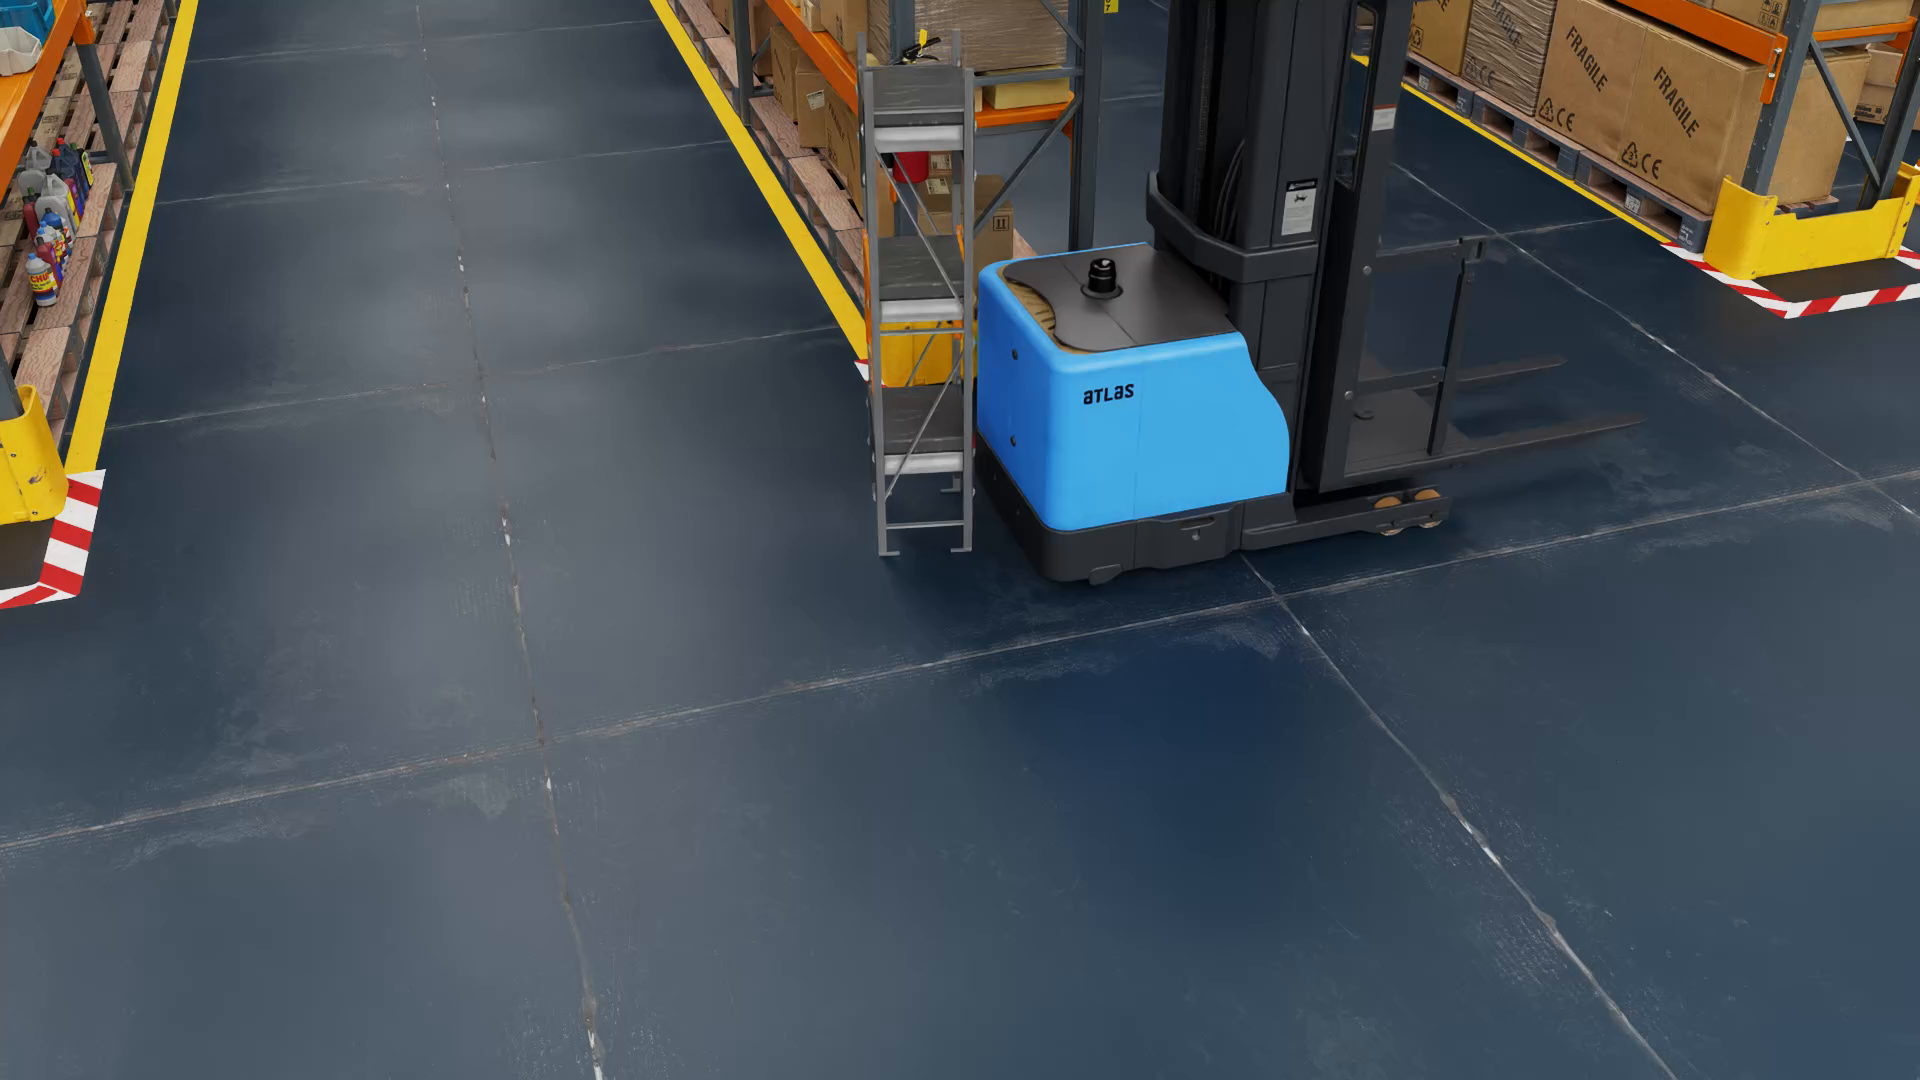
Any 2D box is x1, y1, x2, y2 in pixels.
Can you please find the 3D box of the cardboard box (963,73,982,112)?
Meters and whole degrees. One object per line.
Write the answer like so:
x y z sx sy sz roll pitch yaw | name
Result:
-0.110 -2.157 8.021 0.380 0.149 0.250 -10 35 -15 | cardboard box

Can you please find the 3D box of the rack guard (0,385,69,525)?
-4.611 -0.303 7.255 1.175 0.500 0.348 -10 35 -15 | rack guard

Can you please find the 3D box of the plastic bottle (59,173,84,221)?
-5.144 -1.995 9.614 0.061 0.283 0.133 -8 34 -12 | plastic bottle

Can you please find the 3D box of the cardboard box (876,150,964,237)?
-0.216 -1.918 9.318 0.500 0.500 0.500 -1 33 -2 | cardboard box

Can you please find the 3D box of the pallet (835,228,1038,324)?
-0.064 -1.456 9.262 1.003 0.211 1.213 -10 35 -15 | pallet

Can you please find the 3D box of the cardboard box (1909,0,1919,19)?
7.422 -4.080 12.969 0.500 0.500 0.500 13 36 18 | cardboard box

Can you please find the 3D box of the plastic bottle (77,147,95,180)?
-5.356 -2.292 10.137 0.097 0.201 0.097 0 33 0 | plastic bottle

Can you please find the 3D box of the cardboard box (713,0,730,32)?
-1.512 -4.261 12.845 0.700 0.500 0.500 -13 36 -19 | cardboard box

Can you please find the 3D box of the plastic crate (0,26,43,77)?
-5.027 -2.494 8.543 0.530 0.136 0.437 -10 35 -15 | plastic crate

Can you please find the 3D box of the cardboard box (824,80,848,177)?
-0.516 -2.550 10.275 0.500 0.500 0.500 -13 36 -19 | cardboard box

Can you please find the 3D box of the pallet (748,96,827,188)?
-0.808 -2.737 11.200 1.003 0.211 1.213 -10 35 -15 | pallet

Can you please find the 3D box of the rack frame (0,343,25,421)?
-4.543 -1.314 6.517 1.000 3.000 0.127 -10 35 -15 | rack frame

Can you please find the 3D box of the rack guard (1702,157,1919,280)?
4.936 -1.872 9.630 1.175 0.500 0.348 -10 35 -15 | rack guard

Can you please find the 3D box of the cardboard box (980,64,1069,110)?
0.314 -2.232 8.134 0.380 0.149 0.250 -10 35 -15 | cardboard box

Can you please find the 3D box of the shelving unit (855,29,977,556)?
-0.174 -0.955 6.790 0.431 2.100 0.503 -3 34 -5 | shelving unit

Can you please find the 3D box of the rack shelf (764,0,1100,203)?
-0.436 -2.897 9.565 1.077 0.370 4.000 -10 35 -15 | rack shelf

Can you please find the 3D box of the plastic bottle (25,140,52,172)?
-5.430 -2.178 9.830 0.144 0.351 0.185 -10 35 -15 | plastic bottle

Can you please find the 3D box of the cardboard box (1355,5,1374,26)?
3.433 -4.575 13.113 1.050 0.750 0.750 -10 35 -15 | cardboard box

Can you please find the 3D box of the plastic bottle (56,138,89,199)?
-5.292 -2.203 9.866 0.144 0.351 0.185 -11 35 -16 | plastic bottle

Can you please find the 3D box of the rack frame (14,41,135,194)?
-5.763 -3.414 9.696 1.000 3.000 0.127 -10 35 -15 | rack frame

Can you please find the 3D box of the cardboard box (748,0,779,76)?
-1.213 -3.714 12.017 0.700 0.500 0.500 -13 36 -18 | cardboard box

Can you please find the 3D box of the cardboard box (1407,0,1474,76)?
3.833 -3.975 12.091 0.875 0.875 0.875 -9 35 -14 | cardboard box

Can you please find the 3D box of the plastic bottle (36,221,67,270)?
-4.935 -1.596 9.020 0.097 0.271 0.097 0 33 0 | plastic bottle

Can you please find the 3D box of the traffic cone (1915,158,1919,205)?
6.119 -2.387 10.443 0.336 0.463 0.334 -10 35 -15 | traffic cone

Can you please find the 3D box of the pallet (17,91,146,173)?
-6.040 -2.656 11.078 1.003 0.211 1.213 -10 35 -15 | pallet

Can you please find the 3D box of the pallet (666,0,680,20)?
-2.030 -4.773 14.282 1.003 0.211 1.213 -10 35 -15 | pallet

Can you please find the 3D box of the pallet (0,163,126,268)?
-5.598 -1.891 9.920 1.003 0.211 1.213 -10 35 -15 | pallet

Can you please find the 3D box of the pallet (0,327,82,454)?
-4.854 -0.610 7.981 1.003 0.211 1.213 -10 35 -15 | pallet

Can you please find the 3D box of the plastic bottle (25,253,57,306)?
-4.799 -1.363 8.668 0.097 0.271 0.097 0 33 0 | plastic bottle

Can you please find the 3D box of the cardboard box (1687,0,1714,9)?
4.583 -3.463 9.633 0.875 0.550 0.550 -10 35 -15 | cardboard box

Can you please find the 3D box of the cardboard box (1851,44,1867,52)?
6.371 -3.814 12.443 0.797 0.637 0.503 -10 35 -15 | cardboard box

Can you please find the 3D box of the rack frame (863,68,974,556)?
-0.150 -0.821 6.587 0.400 2.100 0.015 -3 34 -5 | rack frame

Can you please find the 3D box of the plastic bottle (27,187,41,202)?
-5.225 -1.874 9.429 0.061 0.283 0.133 -10 35 -15 | plastic bottle

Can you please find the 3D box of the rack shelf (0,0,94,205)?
-5.153 -2.064 8.305 1.077 0.370 4.000 -10 35 -15 | rack shelf

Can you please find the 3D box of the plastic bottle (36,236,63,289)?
-4.851 -1.490 8.849 0.061 0.283 0.133 -9 35 -14 | plastic bottle

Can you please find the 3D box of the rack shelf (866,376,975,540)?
-0.174 -0.359 7.183 0.431 0.518 0.480 -3 34 -5 | rack shelf

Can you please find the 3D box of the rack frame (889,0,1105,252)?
0.174 -2.147 7.778 1.000 3.000 0.127 -10 35 -15 | rack frame

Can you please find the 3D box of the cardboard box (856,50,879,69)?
-0.311 -2.411 8.405 0.380 0.149 0.250 -10 35 -15 | cardboard box

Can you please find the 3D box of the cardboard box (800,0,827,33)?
-0.667 -2.927 9.186 0.380 0.149 0.250 -10 35 -15 | cardboard box

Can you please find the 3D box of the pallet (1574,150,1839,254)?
4.610 -2.171 10.344 1.003 0.211 1.213 -10 35 -15 | pallet

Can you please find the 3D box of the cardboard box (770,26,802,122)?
-0.962 -3.162 11.201 0.500 0.500 0.500 -11 35 -16 | cardboard box

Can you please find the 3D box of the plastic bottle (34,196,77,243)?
-5.090 -1.815 9.348 0.152 0.276 0.135 -9 35 -14 | plastic bottle

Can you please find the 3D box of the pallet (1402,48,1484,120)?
3.865 -3.452 12.283 1.003 0.211 1.213 -10 35 -15 | pallet

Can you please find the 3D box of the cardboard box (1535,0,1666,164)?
4.388 -3.023 10.650 0.875 0.875 0.875 -11 35 -15 | cardboard box

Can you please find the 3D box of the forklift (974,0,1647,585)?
1.638 -1.509 6.875 3.031 2.935 1.130 -10 35 -15 | forklift

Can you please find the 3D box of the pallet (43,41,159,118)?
-6.416 -3.298 12.050 1.003 0.211 1.213 -10 35 -15 | pallet

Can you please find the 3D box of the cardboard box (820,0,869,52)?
-0.235 -2.848 8.479 0.875 0.500 0.500 -10 35 -15 | cardboard box

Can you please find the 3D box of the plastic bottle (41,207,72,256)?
-4.996 -1.702 9.181 0.097 0.271 0.097 0 33 0 | plastic bottle
